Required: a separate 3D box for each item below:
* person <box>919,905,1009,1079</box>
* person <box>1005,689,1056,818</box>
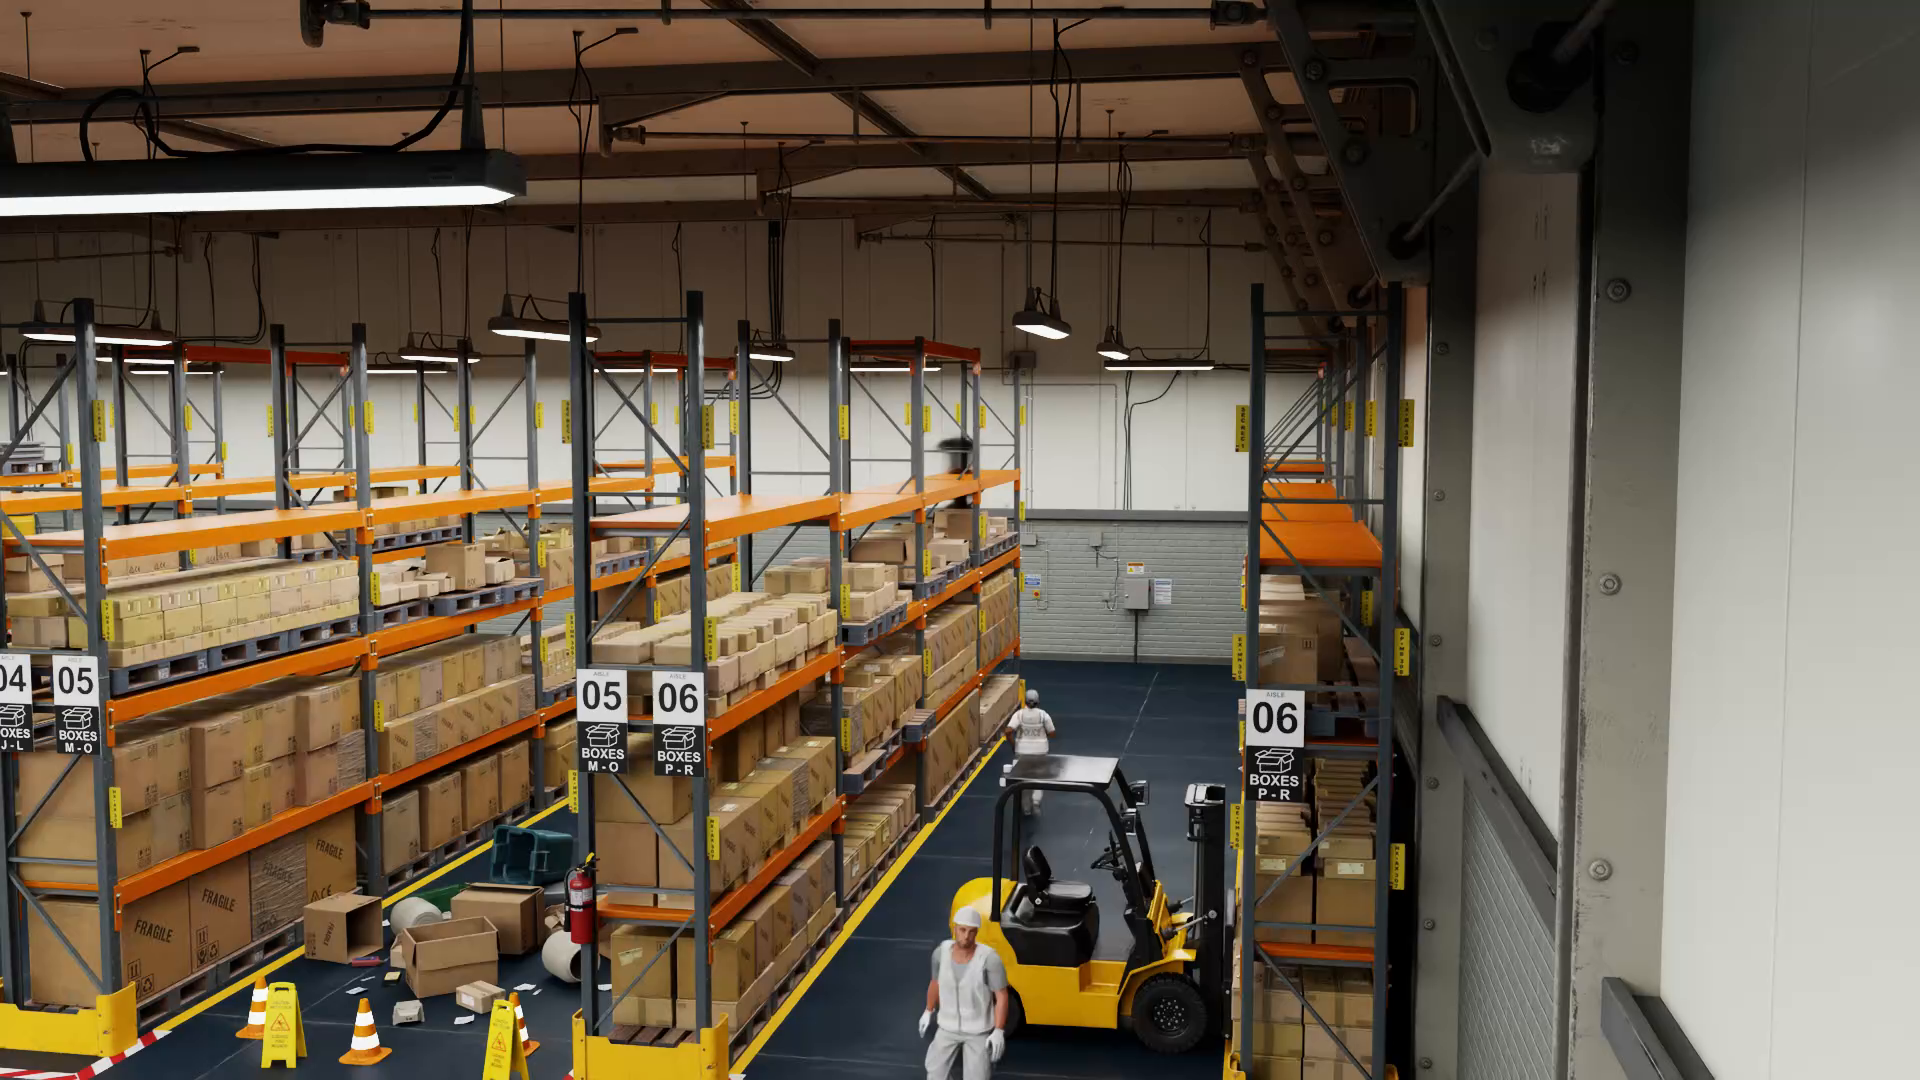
[{"bbox_3d":[0.034,3.358,11.523,0.706,1.754,0.697,1,5,16],"label":"person"},{"bbox_3d":[0.889,2.678,20.755,0.617,1.621,0.843,1,5,8],"label":"person"}]
